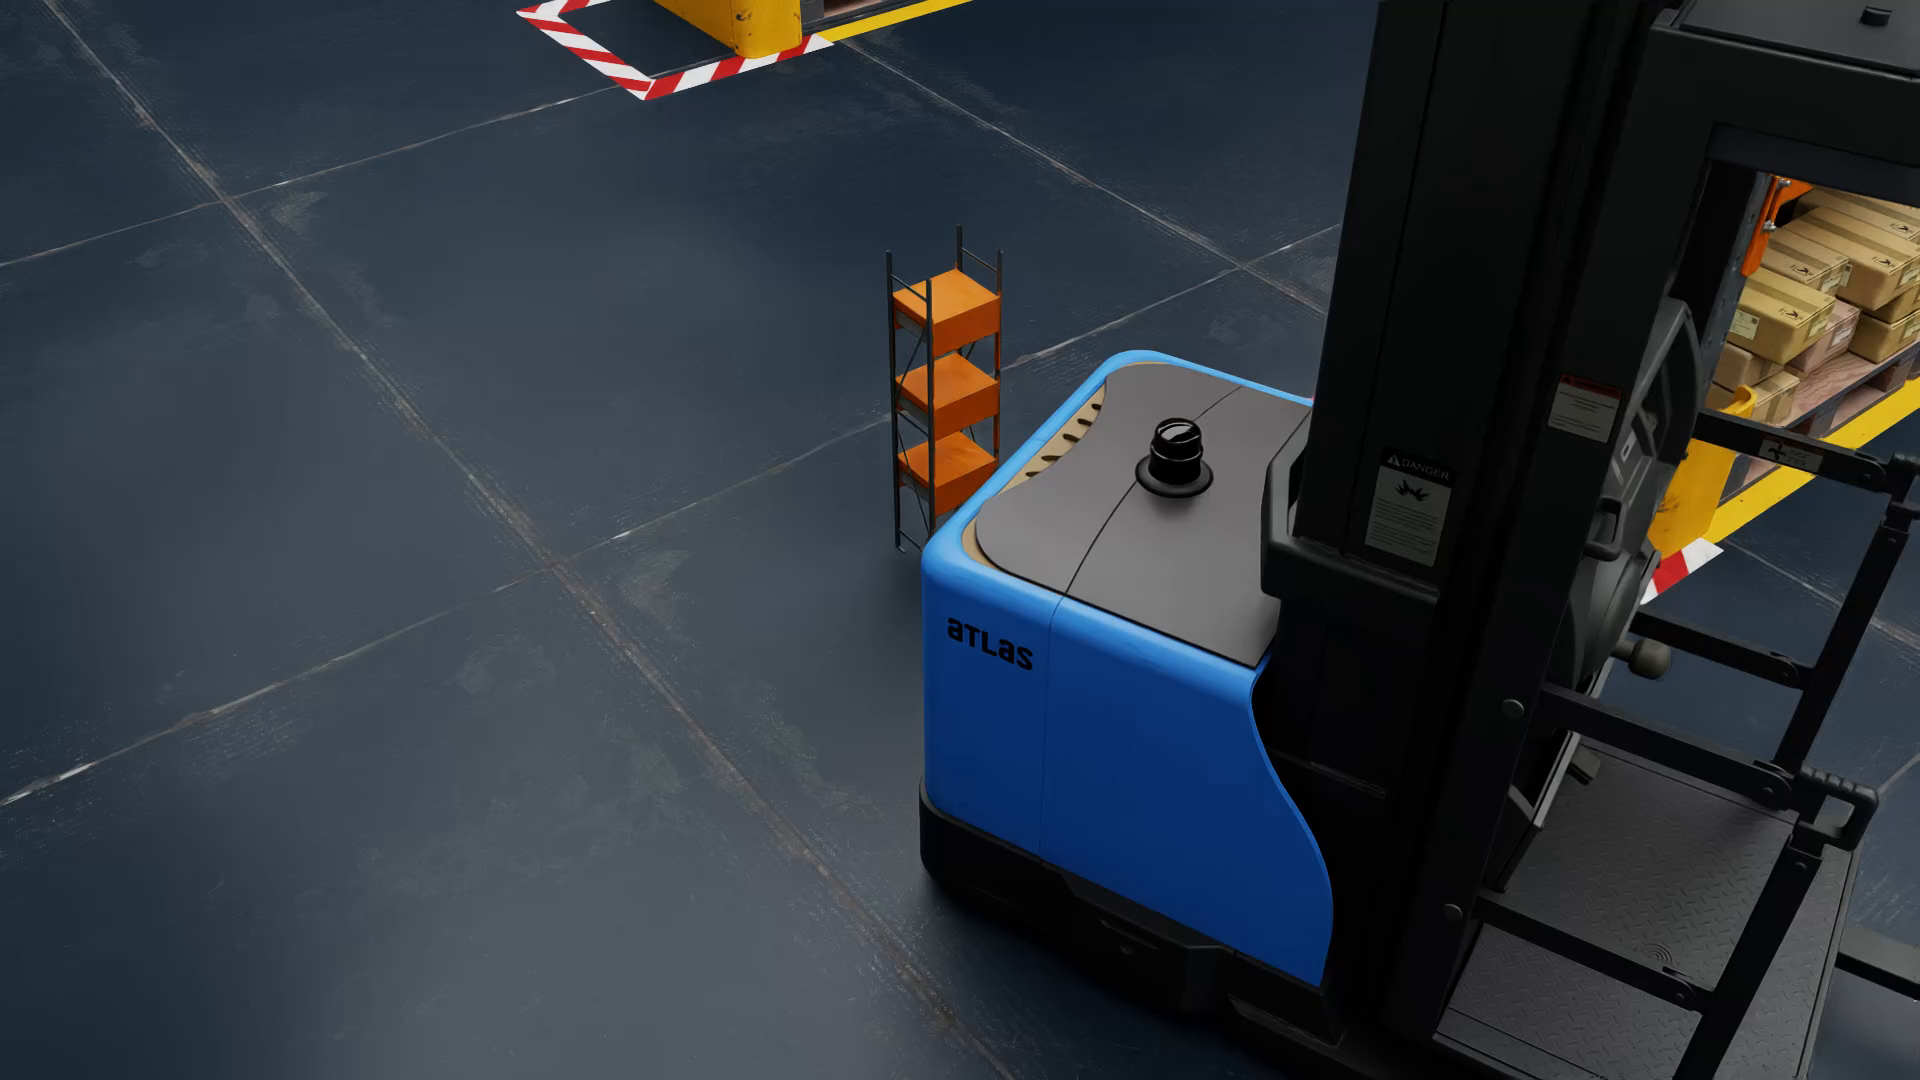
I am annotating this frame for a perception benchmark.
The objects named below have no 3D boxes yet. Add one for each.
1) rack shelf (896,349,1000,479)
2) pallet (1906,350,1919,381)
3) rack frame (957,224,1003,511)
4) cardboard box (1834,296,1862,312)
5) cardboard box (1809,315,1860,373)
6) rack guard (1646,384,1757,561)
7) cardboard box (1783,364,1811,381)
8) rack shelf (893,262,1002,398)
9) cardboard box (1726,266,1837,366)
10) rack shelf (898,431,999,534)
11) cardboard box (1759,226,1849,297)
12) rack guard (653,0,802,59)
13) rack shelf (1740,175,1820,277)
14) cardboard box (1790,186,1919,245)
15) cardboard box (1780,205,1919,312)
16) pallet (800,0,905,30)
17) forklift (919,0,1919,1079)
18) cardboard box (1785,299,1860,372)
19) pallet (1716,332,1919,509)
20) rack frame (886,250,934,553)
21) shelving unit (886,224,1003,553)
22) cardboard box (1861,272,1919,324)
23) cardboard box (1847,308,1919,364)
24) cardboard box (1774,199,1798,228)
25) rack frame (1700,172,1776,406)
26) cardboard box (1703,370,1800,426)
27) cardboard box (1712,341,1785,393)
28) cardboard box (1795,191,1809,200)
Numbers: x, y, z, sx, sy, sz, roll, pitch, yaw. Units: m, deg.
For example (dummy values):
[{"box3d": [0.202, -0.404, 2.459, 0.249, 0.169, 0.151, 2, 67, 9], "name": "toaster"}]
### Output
[{"box3d": [-0.042, -0.377, 4.899, 0.240, 0.259, 0.215, -26, 46, -28], "name": "rack shelf"}, {"box3d": [3.559, -1.123, 6.453, 1.213, 0.211, 1.003, -26, 46, -28], "name": "pallet"}, {"box3d": [0.054, -0.432, 4.949, 0.008, 1.050, 0.200, -26, 46, -28], "name": "rack frame"}, {"box3d": [2.830, -0.872, 5.630, 0.250, 0.149, 0.380, -25, 46, -28], "name": "cardboard box"}, {"box3d": [2.828, -0.751, 5.717, 0.250, 0.149, 0.380, -25, 46, -28], "name": "cardboard box"}, {"box3d": [1.927, -0.470, 5.429, 0.348, 0.500, 1.175, -26, 46, -28], "name": "rack guard"}, {"box3d": [2.635, -0.651, 5.595, 0.250, 0.149, 0.380, -26, 46, -28], "name": "cardboard box"}, {"box3d": [-0.042, -0.596, 4.719, 0.240, 0.259, 0.215, -26, 46, -28], "name": "rack shelf"}, {"box3d": [2.489, -0.729, 5.221, 0.250, 0.149, 0.380, -28, 47, -30], "name": "cardboard box"}, {"box3d": [-0.042, -0.162, 5.075, 0.240, 0.259, 0.215, -26, 46, -28], "name": "rack shelf"}, {"box3d": [2.635, -0.896, 5.425, 0.250, 0.149, 0.380, -25, 46, -27], "name": "cardboard box"}, {"box3d": [-1.249, -2.882, 8.369, 0.348, 0.500, 1.175, -26, 46, -28], "name": "rack guard"}, {"box3d": [3.453, -1.902, 5.771, 4.000, 0.370, 1.077, -26, 46, -28], "name": "rack shelf"}, {"box3d": [3.059, -1.066, 5.633, 0.250, 0.149, 0.380, -28, 47, -30], "name": "cardboard box"}, {"box3d": [2.912, -0.929, 5.465, 0.250, 0.149, 0.380, -26, 46, -28], "name": "cardboard box"}, {"box3d": [-0.643, -3.128, 8.896, 1.213, 0.211, 1.003, -26, 46, -28], "name": "pallet"}, {"box3d": [1.426, -0.054, 3.005, 3.031, 2.935, 1.130, 21, 44, 24], "name": "forklift"}, {"box3d": [2.690, -0.733, 5.461, 0.250, 0.149, 0.380, -26, 46, -28], "name": "cardboard box"}, {"box3d": [2.593, -0.655, 5.882, 1.213, 0.211, 1.003, -26, 46, -28], "name": "pallet"}, {"box3d": [-0.139, -0.338, 4.834, 0.008, 1.050, 0.200, -26, 46, -28], "name": "rack frame"}, {"box3d": [-0.042, -0.385, 4.892, 0.252, 1.050, 0.215, -26, 46, -28], "name": "shelving unit"}, {"box3d": [3.100, -0.917, 5.685, 0.250, 0.149, 0.380, -25, 45, -27], "name": "cardboard box"}, {"box3d": [3.097, -0.794, 5.770, 0.250, 0.149, 0.380, -25, 46, -28], "name": "cardboard box"}, {"box3d": [2.798, -1.184, 6.010, 0.250, 0.149, 0.380, -27, 46, -29], "name": "cardboard box"}, {"box3d": [1.867, -1.407, 4.600, 0.127, 3.000, 1.000, -26, 46, -28], "name": "rack frame"}, {"box3d": [2.477, -0.509, 5.422, 0.250, 0.149, 0.380, -25, 46, -27], "name": "cardboard box"}, {"box3d": [2.439, -0.656, 5.366, 0.250, 0.149, 0.380, -24, 45, -26], "name": "cardboard box"}, {"box3d": [2.925, -1.338, 6.198, 0.250, 0.149, 0.380, -25, 46, -27], "name": "cardboard box"}]
